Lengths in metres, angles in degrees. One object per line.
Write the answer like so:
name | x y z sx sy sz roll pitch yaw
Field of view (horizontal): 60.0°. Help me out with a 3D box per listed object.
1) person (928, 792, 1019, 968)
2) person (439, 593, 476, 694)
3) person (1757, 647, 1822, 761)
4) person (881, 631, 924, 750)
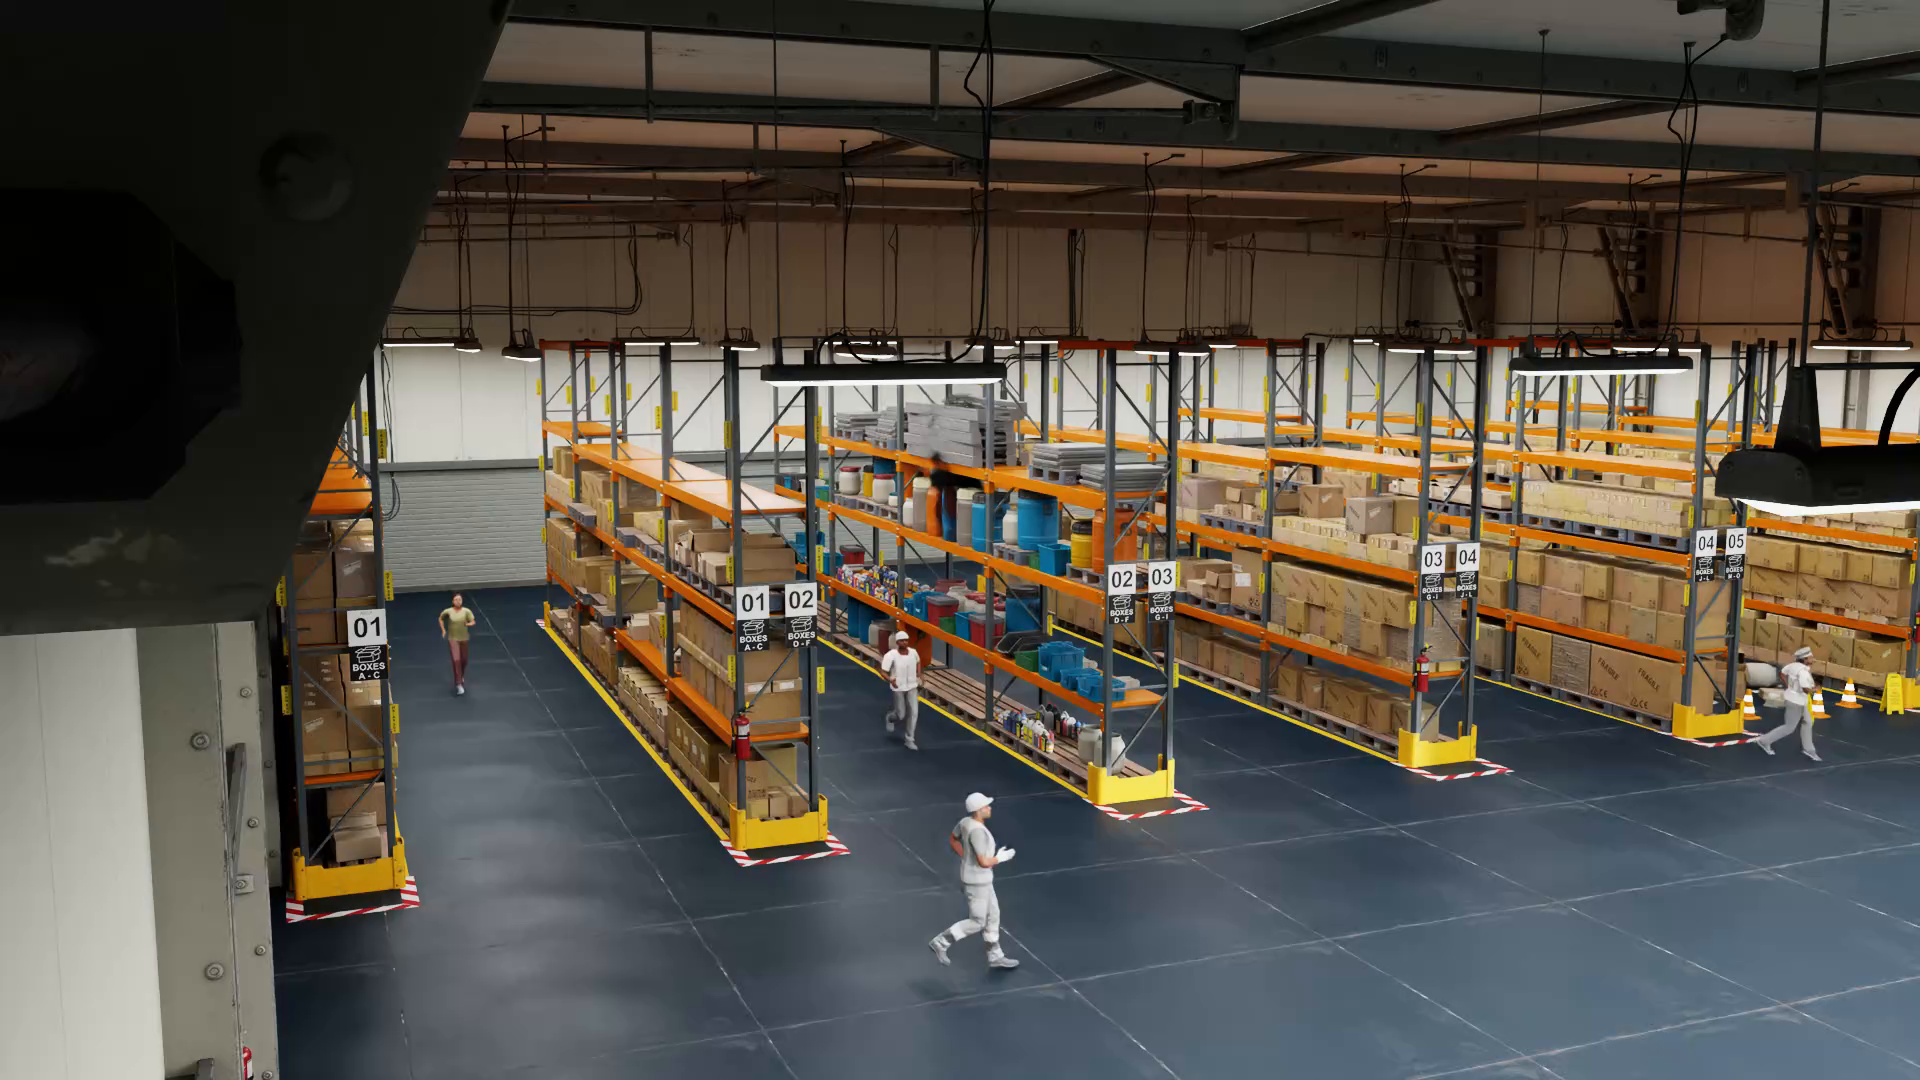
person | 0.132 3.332 16.231 0.908 1.770 0.668 -1 7 -7
person | -8.665 1.745 28.756 0.568 1.678 0.940 -4 8 -28
person | 12.114 2.386 24.149 0.898 1.729 0.615 2 8 13
person | -0.846 2.233 25.053 0.712 1.745 0.870 -3 8 -25
